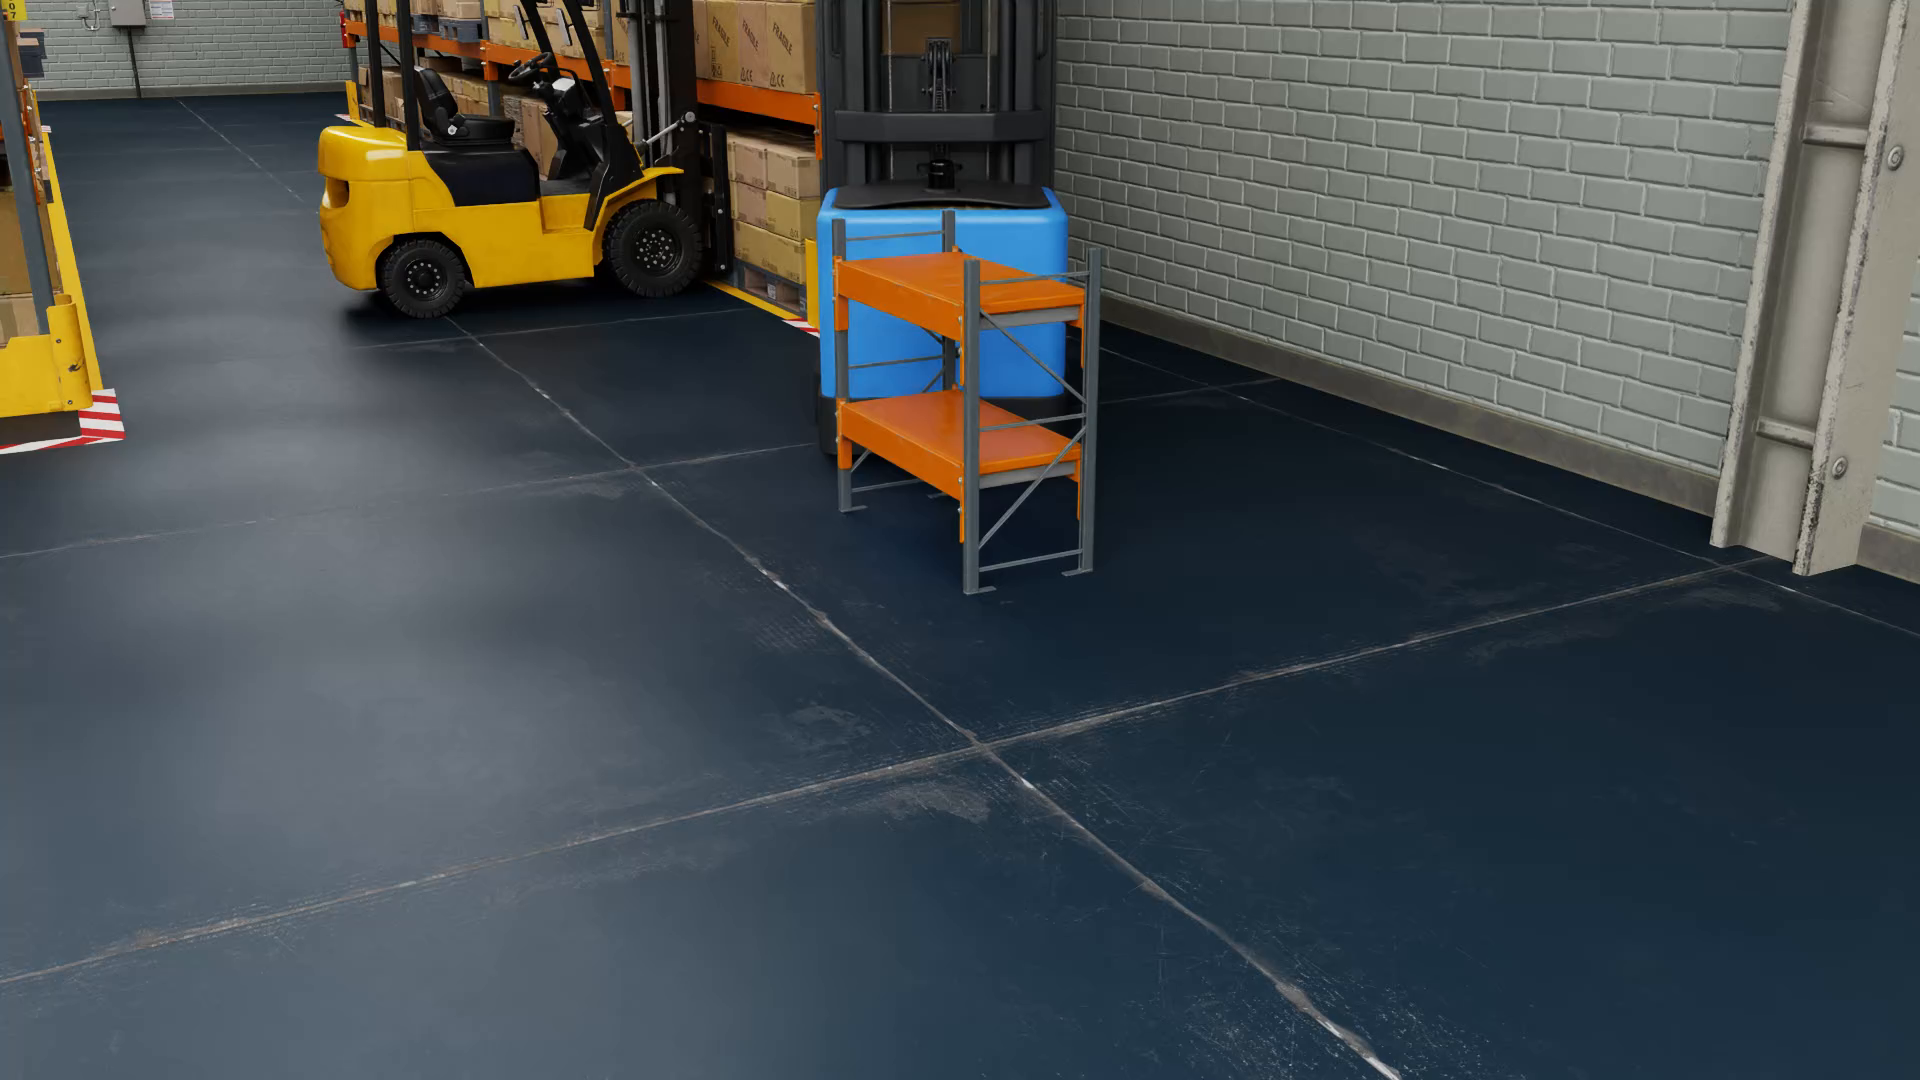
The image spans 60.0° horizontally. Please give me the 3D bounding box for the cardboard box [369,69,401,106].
[{"bbox_3d":[-7.359,-5.924,21.888,0.700,0.500,0.500,-9,21,-24],"label":"cardboard box"}]

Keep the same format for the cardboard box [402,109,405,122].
[{"bbox_3d":[-6.561,-5.165,20.229,0.380,0.149,0.250,-11,22,-28],"label":"cardboard box"}]

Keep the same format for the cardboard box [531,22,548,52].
[{"bbox_3d":[-3.413,-4.375,14.440,0.500,0.250,0.500,-9,21,-25],"label":"cardboard box"}]

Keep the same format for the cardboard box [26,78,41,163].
[{"bbox_3d":[-9.180,-3.944,15.576,0.875,0.875,0.875,-10,21,-26],"label":"cardboard box"}]

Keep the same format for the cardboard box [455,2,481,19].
[{"bbox_3d":[-4.788,-5.261,16.520,0.380,0.149,0.250,-10,21,-26],"label":"cardboard box"}]

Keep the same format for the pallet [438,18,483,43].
[{"bbox_3d":[-4.522,-5.145,16.737,1.213,0.211,1.003,-10,21,-27],"label":"pallet"}]

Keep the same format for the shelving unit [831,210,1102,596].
[{"bbox_3d":[-0.003,-0.534,5.954,0.538,1.125,1.048,-10,21,-27],"label":"shelving unit"}]

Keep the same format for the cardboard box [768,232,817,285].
[{"bbox_3d":[-0.841,-1.740,10.147,0.500,0.250,0.500,-10,21,-26],"label":"cardboard box"}]

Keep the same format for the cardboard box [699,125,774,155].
[{"bbox_3d":[-1.563,-2.646,11.240,0.500,0.250,0.500,-10,22,-28],"label":"cardboard box"}]

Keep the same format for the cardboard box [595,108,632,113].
[{"bbox_3d":[-2.859,-3.352,14.242,0.875,0.625,0.625,-10,22,-27],"label":"cardboard box"}]

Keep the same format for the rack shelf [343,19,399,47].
[{"bbox_3d":[-6.988,-6.434,21.282,1.077,0.370,4.000,-10,21,-27],"label":"rack shelf"}]

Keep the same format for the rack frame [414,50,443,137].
[{"bbox_3d":[-6.038,-6.200,19.501,1.000,3.000,0.127,-10,21,-27],"label":"rack frame"}]

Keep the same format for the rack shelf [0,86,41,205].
[{"bbox_3d":[-5.656,-2.219,9.068,1.077,0.370,4.000,-10,21,-27],"label":"rack shelf"}]

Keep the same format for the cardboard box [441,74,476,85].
[{"bbox_3d":[-5.543,-5.086,18.466,0.380,0.149,0.250,-10,21,-27],"label":"cardboard box"}]

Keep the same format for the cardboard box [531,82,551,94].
[{"bbox_3d":[-4.215,-4.654,17.213,0.380,0.149,0.250,-9,21,-25],"label":"cardboard box"}]

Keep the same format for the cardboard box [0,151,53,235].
[{"bbox_3d":[-5.602,-1.967,9.654,0.500,0.500,0.500,-9,21,-24],"label":"cardboard box"}]

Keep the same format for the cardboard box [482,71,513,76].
[{"bbox_3d":[-5.212,-5.250,18.942,0.380,0.149,0.250,-11,22,-29],"label":"cardboard box"}]

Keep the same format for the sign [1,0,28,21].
[{"bbox_3d":[-4.229,-2.479,7.389,0.100,0.325,0.005,-10,21,-27],"label":"sign"}]

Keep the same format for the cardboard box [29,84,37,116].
[{"bbox_3d":[-11.461,-5.130,19.685,0.875,0.438,0.875,-9,21,-25],"label":"cardboard box"}]

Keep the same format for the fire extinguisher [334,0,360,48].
[{"bbox_3d":[-8.414,-7.106,22.817,0.296,0.674,0.183,-10,21,-27],"label":"fire extinguisher"}]

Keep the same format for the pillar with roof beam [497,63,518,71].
[{"bbox_3d":[-9.364,-8.709,17.574,9.100,9.000,0.400,-10,21,-27],"label":"pillar with roof beam"}]

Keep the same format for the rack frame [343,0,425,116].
[{"bbox_3d":[-7.938,-7.348,22.829,1.000,3.000,0.127,-10,21,-27],"label":"rack frame"}]

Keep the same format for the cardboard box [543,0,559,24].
[{"bbox_3d":[-3.186,-4.465,13.935,0.500,0.250,0.500,-10,21,-26],"label":"cardboard box"}]

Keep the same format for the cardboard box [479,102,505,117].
[{"bbox_3d":[-4.529,-4.157,16.768,0.500,0.500,0.500,-9,21,-25],"label":"cardboard box"}]

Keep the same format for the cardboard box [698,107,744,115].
[{"bbox_3d":[-1.836,-3.164,12.740,0.500,0.250,0.500,-10,21,-26],"label":"cardboard box"}]

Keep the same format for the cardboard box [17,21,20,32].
[{"bbox_3d":[-7.537,-4.023,12.932,0.380,0.149,0.250,-10,21,-26],"label":"cardboard box"}]

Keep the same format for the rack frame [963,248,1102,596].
[{"bbox_3d":[0.238,-0.388,5.531,0.500,1.125,0.032,-10,21,-27],"label":"rack frame"}]

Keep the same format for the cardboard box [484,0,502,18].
[{"bbox_3d":[-4.165,-5.048,15.626,0.500,0.250,0.500,-10,21,-27],"label":"cardboard box"}]

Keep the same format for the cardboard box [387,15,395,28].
[{"bbox_3d":[-6.699,-6.276,20.106,0.380,0.149,0.250,-9,21,-25],"label":"cardboard box"}]

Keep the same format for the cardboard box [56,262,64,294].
[{"bbox_3d":[-5.082,-1.306,8.890,0.500,0.250,0.500,-9,21,-25],"label":"cardboard box"}]

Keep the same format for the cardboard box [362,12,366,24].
[{"bbox_3d":[-7.455,-6.715,21.379,0.380,0.149,0.250,-11,22,-28],"label":"cardboard box"}]

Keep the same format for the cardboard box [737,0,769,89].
[{"bbox_3d":[-1.043,-3.054,10.229,0.500,0.500,0.500,-9,21,-25],"label":"cardboard box"}]

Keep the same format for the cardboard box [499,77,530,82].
[{"bbox_3d":[-4.773,-4.936,18.032,0.380,0.149,0.250,-10,21,-26],"label":"cardboard box"}]

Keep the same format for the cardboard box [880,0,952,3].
[{"bbox_3d":[-0.273,-3.247,9.794,0.380,0.149,0.250,-11,22,-28],"label":"cardboard box"}]

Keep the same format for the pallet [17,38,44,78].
[{"bbox_3d":[-6.841,-3.285,11.347,1.003,0.211,1.213,-10,21,-27],"label":"pallet"}]

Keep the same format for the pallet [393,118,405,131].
[{"bbox_3d":[-6.364,-5.079,20.527,1.003,0.211,1.213,-10,21,-27],"label":"pallet"}]

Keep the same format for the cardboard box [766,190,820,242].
[{"bbox_3d":[-0.846,-1.982,10.081,0.500,0.250,0.500,-10,22,-27],"label":"cardboard box"}]

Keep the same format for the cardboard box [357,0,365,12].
[{"bbox_3d":[-7.476,-6.956,21.467,0.500,0.250,0.500,-10,22,-28],"label":"cardboard box"}]

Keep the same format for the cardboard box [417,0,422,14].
[{"bbox_3d":[-5.716,-5.877,18.126,0.396,0.266,0.258,-9,21,-24],"label":"cardboard box"}]

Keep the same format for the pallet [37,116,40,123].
[{"bbox_3d":[-11.856,-5.043,20.422,1.003,0.211,1.213,-10,21,-27],"label":"pallet"}]

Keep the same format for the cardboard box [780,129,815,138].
[{"bbox_3d":[-0.870,-2.582,11.054,0.500,0.250,0.500,-10,21,-27],"label":"cardboard box"}]

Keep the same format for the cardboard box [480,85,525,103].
[{"bbox_3d":[-4.596,-4.478,16.704,0.380,0.149,0.250,-11,22,-29],"label":"cardboard box"}]

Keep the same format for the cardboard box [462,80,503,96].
[{"bbox_3d":[-5.044,-4.788,17.603,0.380,0.149,0.250,-10,22,-27],"label":"cardboard box"}]

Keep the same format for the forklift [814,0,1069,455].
[{"bbox_3d":[-0.108,-2.169,7.925,1.130,2.935,3.031,-1,19,-1],"label":"forklift"}]

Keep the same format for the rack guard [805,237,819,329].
[{"bbox_3d":[-0.329,-1.567,9.905,1.175,0.500,0.348,-10,21,-27],"label":"rack guard"}]

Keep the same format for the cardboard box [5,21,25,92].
[{"bbox_3d":[-4.687,-2.352,7.740,0.500,0.500,0.500,-10,22,-27],"label":"cardboard box"}]
